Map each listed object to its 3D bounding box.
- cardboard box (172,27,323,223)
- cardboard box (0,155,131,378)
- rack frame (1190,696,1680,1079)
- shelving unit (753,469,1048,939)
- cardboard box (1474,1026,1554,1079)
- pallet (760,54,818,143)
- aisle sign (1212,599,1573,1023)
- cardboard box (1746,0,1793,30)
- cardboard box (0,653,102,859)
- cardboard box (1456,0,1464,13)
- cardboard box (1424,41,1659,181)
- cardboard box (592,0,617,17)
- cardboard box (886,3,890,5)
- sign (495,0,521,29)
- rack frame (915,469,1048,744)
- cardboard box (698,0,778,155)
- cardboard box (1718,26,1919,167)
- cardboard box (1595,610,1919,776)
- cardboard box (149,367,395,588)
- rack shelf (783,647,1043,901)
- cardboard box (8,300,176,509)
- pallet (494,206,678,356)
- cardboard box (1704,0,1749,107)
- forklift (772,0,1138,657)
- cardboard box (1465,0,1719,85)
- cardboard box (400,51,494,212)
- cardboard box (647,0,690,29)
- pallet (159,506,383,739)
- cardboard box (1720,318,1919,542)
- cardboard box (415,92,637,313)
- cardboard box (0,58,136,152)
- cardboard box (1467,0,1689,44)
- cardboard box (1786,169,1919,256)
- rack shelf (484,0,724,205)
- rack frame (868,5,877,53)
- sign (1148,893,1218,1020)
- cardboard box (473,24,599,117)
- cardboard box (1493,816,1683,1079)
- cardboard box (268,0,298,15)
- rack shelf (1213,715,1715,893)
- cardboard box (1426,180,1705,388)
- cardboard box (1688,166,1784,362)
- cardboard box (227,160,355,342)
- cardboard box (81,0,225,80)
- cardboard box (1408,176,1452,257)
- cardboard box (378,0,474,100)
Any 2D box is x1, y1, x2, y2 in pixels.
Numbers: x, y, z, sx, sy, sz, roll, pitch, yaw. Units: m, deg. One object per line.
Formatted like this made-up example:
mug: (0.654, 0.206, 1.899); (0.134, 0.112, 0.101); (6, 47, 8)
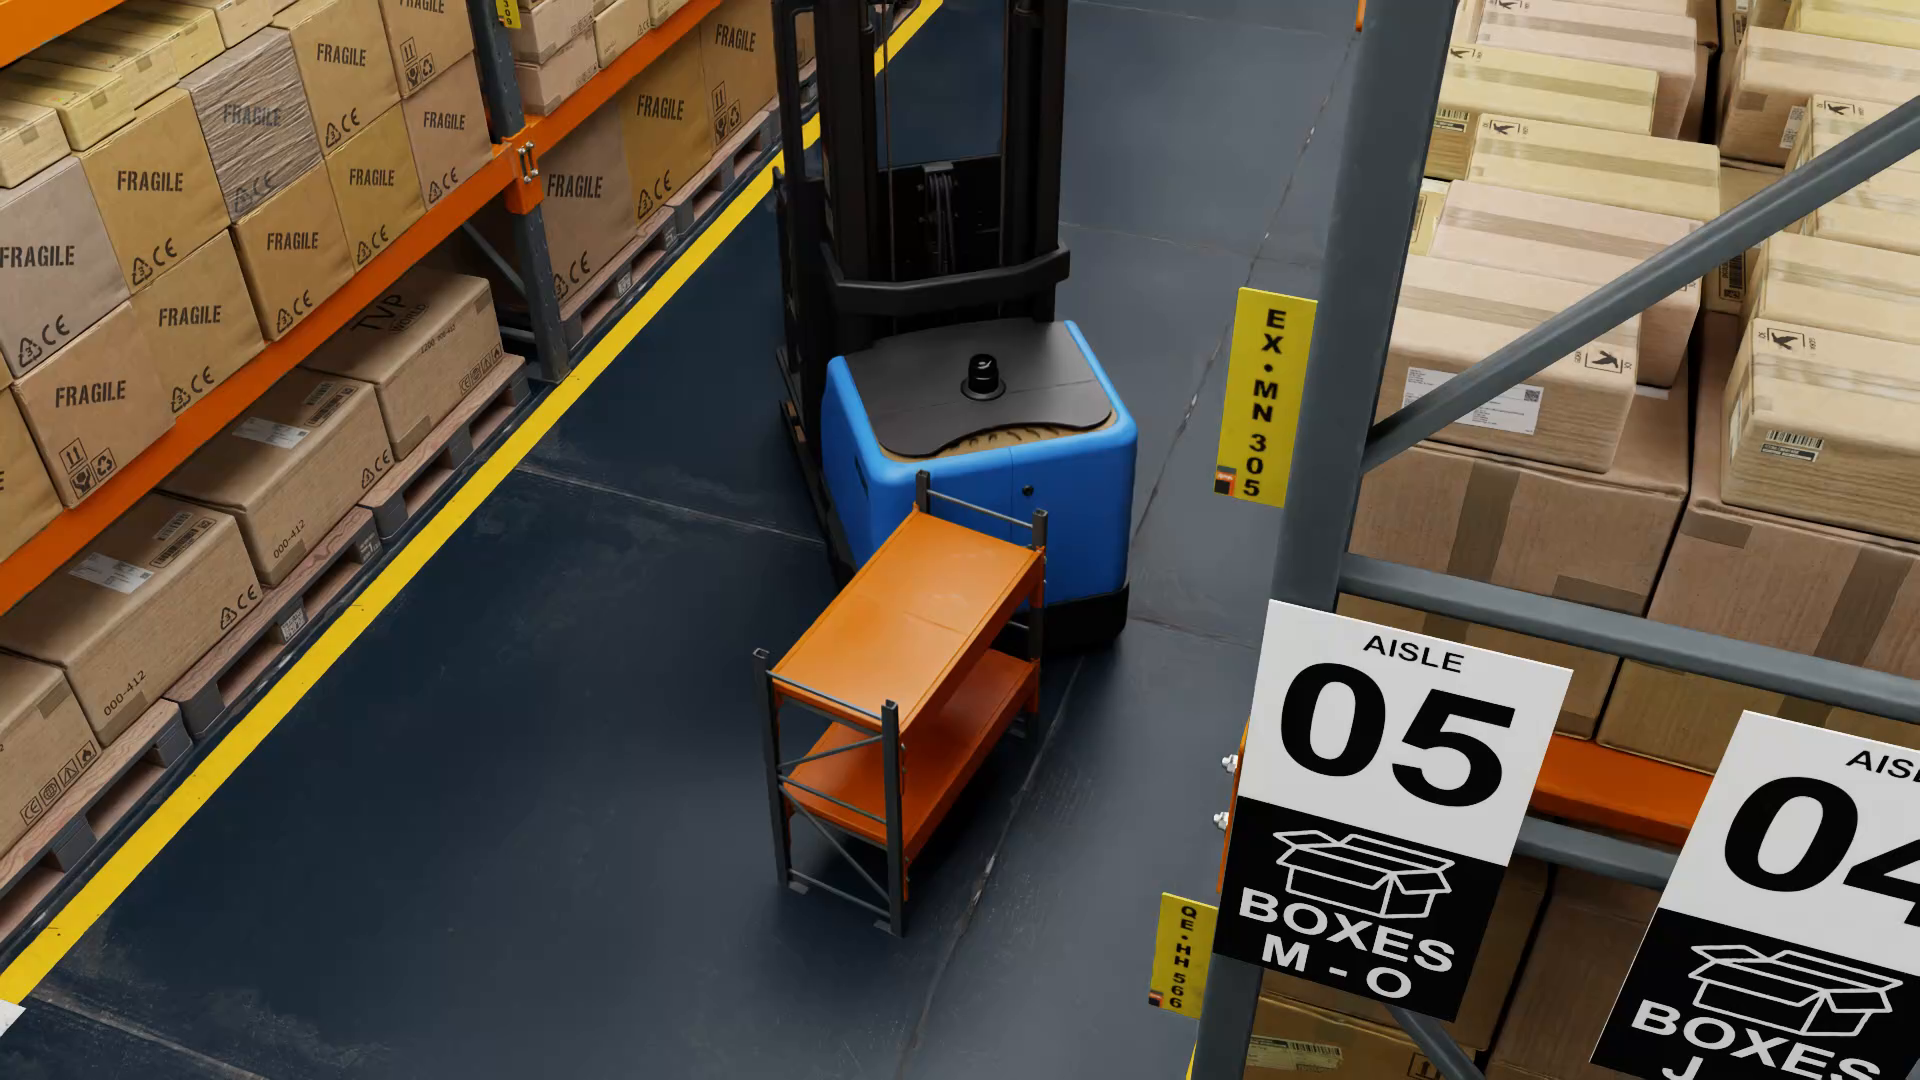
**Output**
cardboard box: (-2.658, -1.491, 5.839); (0.500, 0.500, 0.500); (14, 42, 16)
cardboard box: (-3.007, -0.883, 5.126); (0.500, 0.500, 0.500); (13, 42, 15)
rack frame: (0.908, 1.435, 3.257); (1.000, 3.000, 0.127); (13, 42, 15)
shelving unit: (-0.170, 0.554, 5.734); (0.538, 1.125, 1.048); (19, 44, 21)
cardboard box: (1.321, 1.071, 3.377); (0.500, 0.500, 0.500); (15, 43, 17)
pallet: (-1.383, -2.957, 10.553); (1.003, 0.211, 1.213); (13, 42, 15)
aisle sign: (0.601, 0.424, 2.439); (0.394, 0.787, 0.004); (13, 42, 15)
cardboard box: (1.792, -1.079, 3.316); (0.380, 0.149, 0.250); (15, 43, 17)
cardboard box: (-3.646, 0.788, 5.666); (0.875, 0.438, 0.875); (12, 42, 14)
cardboard box: (1.510, -1.244, 4.202); (0.500, 0.250, 0.500); (15, 43, 17)
cardboard box: (0.998, -0.730, 2.906); (0.380, 0.149, 0.250); (14, 42, 16)
cardboard box: (-1.843, -2.705, 7.840); (0.500, 0.250, 0.500); (14, 42, 16)
cardboard box: (-0.840, -3.984, 11.310); (0.950, 0.372, 0.625); (11, 42, 12)
sign: (-1.888, -2.279, 6.882); (0.100, 0.325, 0.005); (13, 42, 15)
rack frame: (0.071, 0.264, 6.074); (0.500, 1.125, 0.032); (19, 44, 21)
cardboard box: (-1.666, -2.887, 9.636); (0.875, 0.875, 0.875); (14, 42, 16)
cardboard box: (1.571, -0.768, 2.951); (0.380, 0.149, 0.250); (14, 43, 16)
cardboard box: (1.302, 0.134, 2.587); (0.500, 0.250, 0.500); (15, 43, 17)
cardboard box: (-3.031, -0.322, 6.966); (0.875, 0.438, 0.875); (12, 42, 14)
rack shelf: (-0.170, 0.740, 5.892); (0.538, 0.278, 1.000); (19, 44, 21)
cardboard box: (-3.006, -0.490, 5.436); (0.500, 0.500, 0.500); (13, 42, 15)
pallet: (-2.217, -1.468, 8.808); (1.003, 0.211, 1.213); (13, 42, 15)
cardboard box: (1.836, -0.982, 3.510); (0.500, 0.250, 0.500); (12, 42, 13)
forklift: (-0.215, -1.540, 6.796); (1.130, 2.935, 3.031); (-10, 42, -12)
cardboard box: (1.361, -1.106, 3.655); (0.500, 0.250, 0.500); (12, 42, 13)
cardboard box: (-2.329, -1.740, 6.902); (0.500, 0.500, 0.500); (14, 42, 15)
cardboard box: (-1.646, -2.820, 8.359); (0.500, 0.250, 0.500); (13, 42, 15)
pallet: (-3.159, 0.212, 6.839); (1.003, 0.211, 1.213); (13, 42, 15)
cardboard box: (1.233, -0.138, 2.213); (0.380, 0.149, 0.250); (13, 42, 15)
cardboard box: (-2.273, -1.789, 8.350); (0.875, 0.875, 0.875); (15, 43, 16)
cardboard box: (-2.827, -1.359, 5.185); (0.380, 0.149, 0.250); (12, 42, 14)
cardboard box: (1.213, -1.033, 3.262); (0.380, 0.149, 0.250); (14, 42, 16)
cardboard box: (1.498, -0.439, 2.566); (0.380, 0.149, 0.250); (13, 42, 15)
rack shelf: (-1.726, -2.988, 8.995); (1.077, 0.370, 4.000); (13, 42, 15)
rack frame: (-1.042, -4.482, 10.192); (1.000, 3.000, 0.127); (13, 42, 15)
sign: (0.393, 0.739, 2.937); (0.100, 0.325, 0.005); (13, 42, 15)
cardboard box: (-2.012, -2.195, 7.627); (0.500, 0.250, 0.500); (12, 42, 14)
cardboard box: (1.311, 0.688, 3.056); (0.500, 0.500, 0.500); (13, 42, 15)
cardboard box: (-2.573, -2.004, 5.940); (0.380, 0.149, 0.250); (13, 42, 15)
rack shelf: (1.592, -0.652, 3.947); (1.077, 0.370, 4.000); (13, 42, 15)
cardboard box: (0.902, -0.392, 2.511); (0.380, 0.149, 0.250); (14, 42, 16)
cardboard box: (1.480, -0.368, 2.790); (0.500, 0.250, 0.500); (13, 42, 15)
cardboard box: (-2.658, -1.115, 6.169); (0.500, 0.500, 0.500); (13, 42, 14)
cardboard box: (-2.713, -1.683, 5.564); (0.380, 0.149, 0.250); (12, 42, 14)
cardboard box: (1.000, -0.489, 2.931); (0.500, 0.250, 0.500); (12, 42, 14)
cardboard box: (-2.312, -2.111, 6.566); (0.500, 0.500, 0.500); (13, 42, 15)
